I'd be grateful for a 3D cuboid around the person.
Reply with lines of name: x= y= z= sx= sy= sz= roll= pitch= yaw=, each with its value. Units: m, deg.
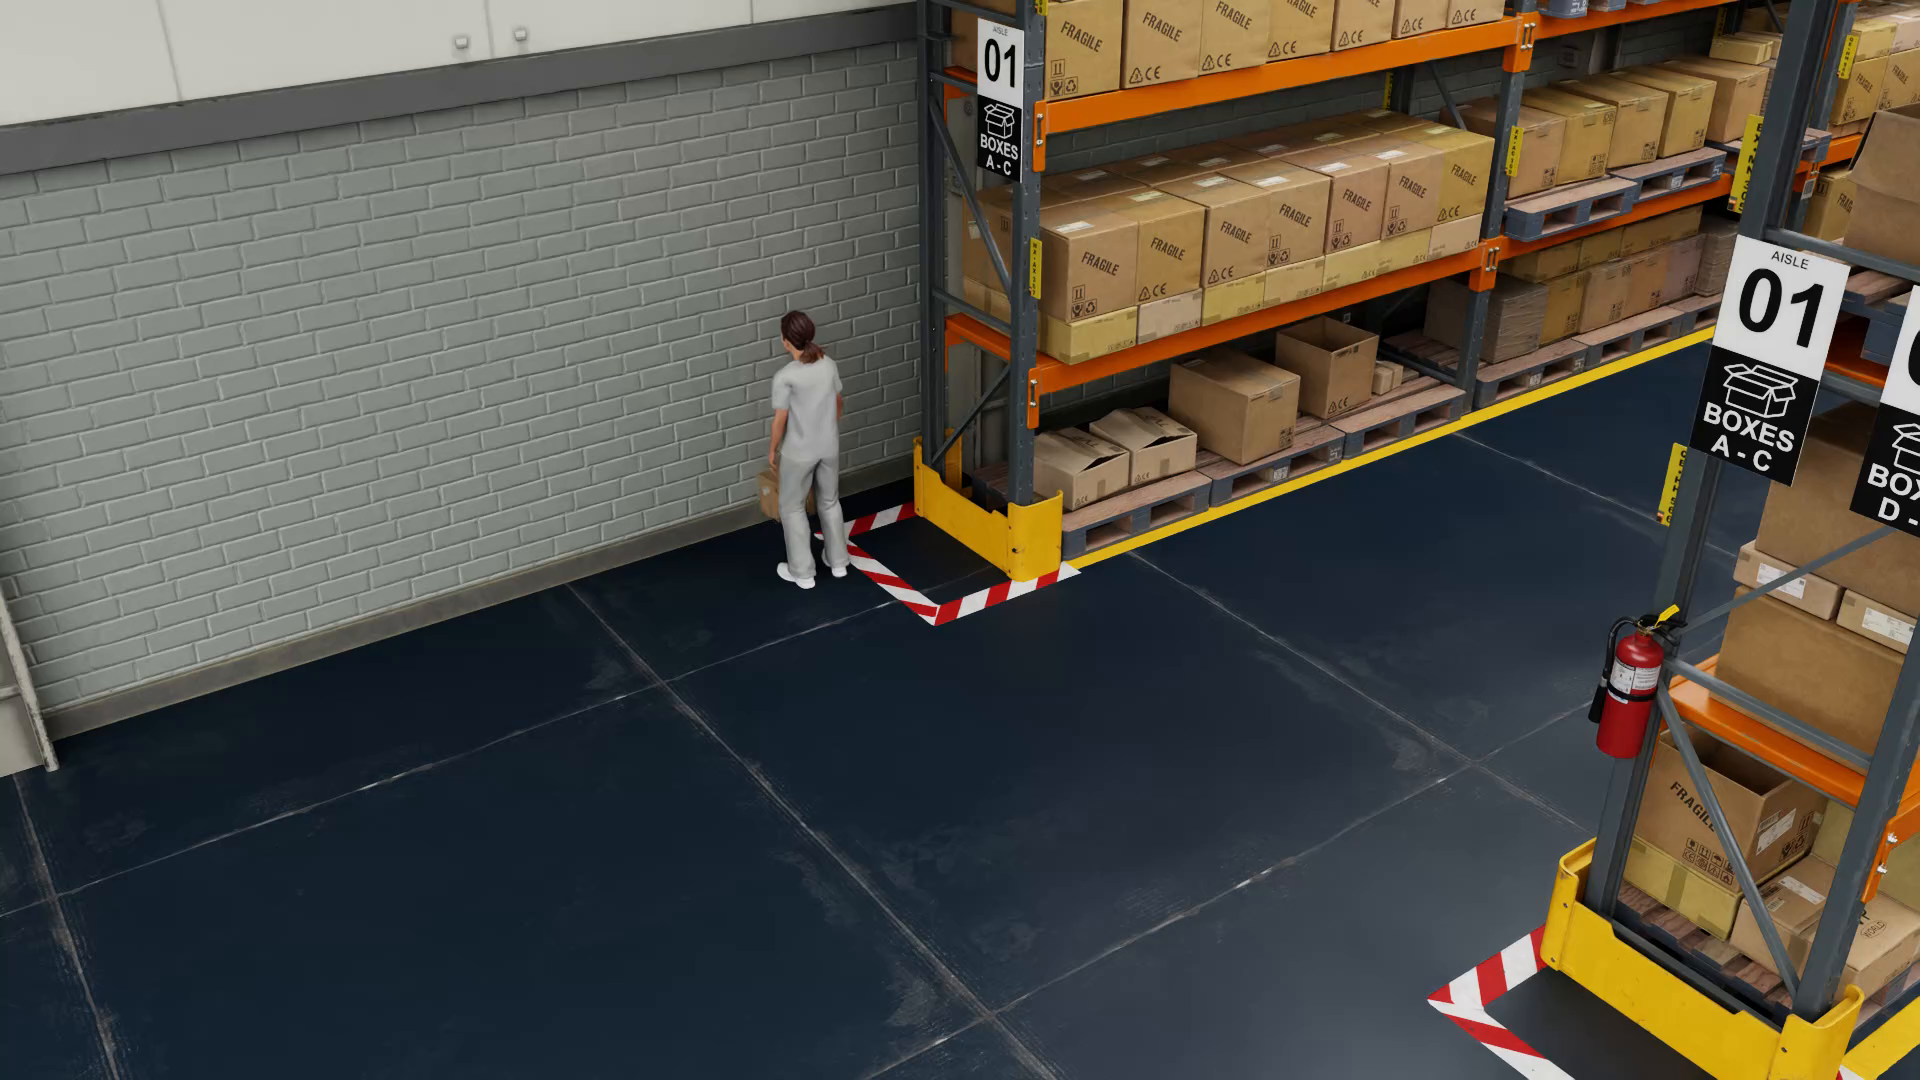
person: x=-0.879 y=-0.517 z=9.568 sx=0.476 sy=1.675 sz=0.363 roll=-20 pitch=34 yaw=-32
